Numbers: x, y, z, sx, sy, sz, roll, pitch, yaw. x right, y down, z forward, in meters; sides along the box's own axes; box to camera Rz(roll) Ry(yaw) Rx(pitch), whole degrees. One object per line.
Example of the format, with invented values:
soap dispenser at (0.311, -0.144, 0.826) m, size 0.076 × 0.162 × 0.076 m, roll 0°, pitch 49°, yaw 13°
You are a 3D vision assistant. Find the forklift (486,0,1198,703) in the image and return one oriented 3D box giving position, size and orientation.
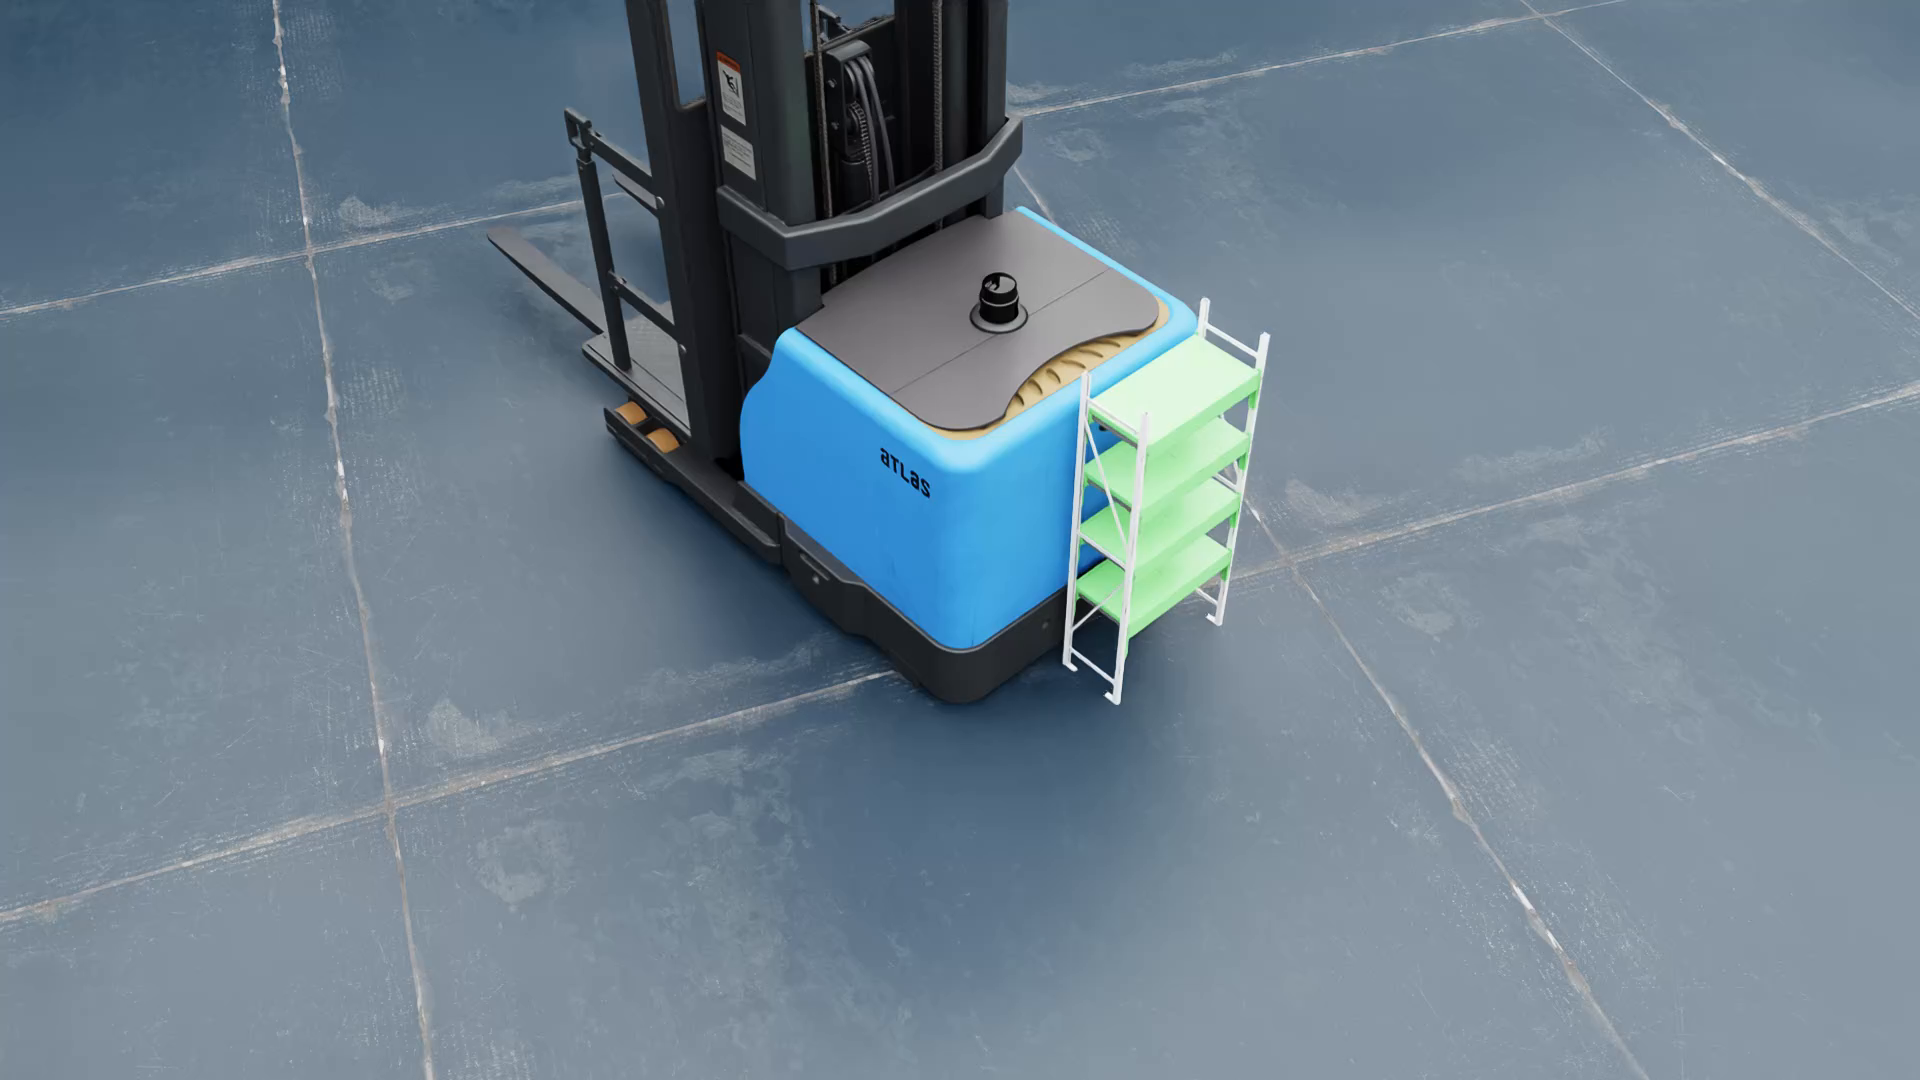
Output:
forklift at (-0.640, -1.489, 5.165) m, size 1.130 × 2.935 × 3.031 m, roll -33°, pitch 54°, yaw -28°

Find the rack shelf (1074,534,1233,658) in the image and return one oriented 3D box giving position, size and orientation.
rack shelf at (0.596, 0.128, 5.204) m, size 0.480 × 0.148 × 0.258 m, roll -33°, pitch 54°, yaw -29°

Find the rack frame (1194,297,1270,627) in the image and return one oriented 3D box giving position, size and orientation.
rack frame at (0.775, -0.204, 5.106) m, size 0.015 × 1.200 × 0.240 m, roll -33°, pitch 54°, yaw -29°

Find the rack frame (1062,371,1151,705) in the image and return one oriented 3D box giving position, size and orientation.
rack frame at (0.417, 0.032, 4.871) m, size 0.015 × 1.200 × 0.240 m, roll -33°, pitch 54°, yaw -29°

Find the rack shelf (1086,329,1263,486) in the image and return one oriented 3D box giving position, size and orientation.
rack shelf at (0.596, -0.380, 4.694) m, size 0.480 × 0.148 × 0.258 m, roll -33°, pitch 54°, yaw -29°

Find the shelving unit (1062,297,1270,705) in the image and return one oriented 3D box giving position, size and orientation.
shelving unit at (0.596, -0.086, 4.989) m, size 0.503 × 1.200 × 0.258 m, roll -33°, pitch 54°, yaw -29°

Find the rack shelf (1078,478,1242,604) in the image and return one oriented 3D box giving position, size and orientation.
rack shelf at (0.596, -0.041, 5.034) m, size 0.480 × 0.148 × 0.258 m, roll -33°, pitch 54°, yaw -29°

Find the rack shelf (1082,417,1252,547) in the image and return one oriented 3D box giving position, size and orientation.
rack shelf at (0.596, -0.210, 4.864) m, size 0.480 × 0.148 × 0.258 m, roll -33°, pitch 54°, yaw -29°
